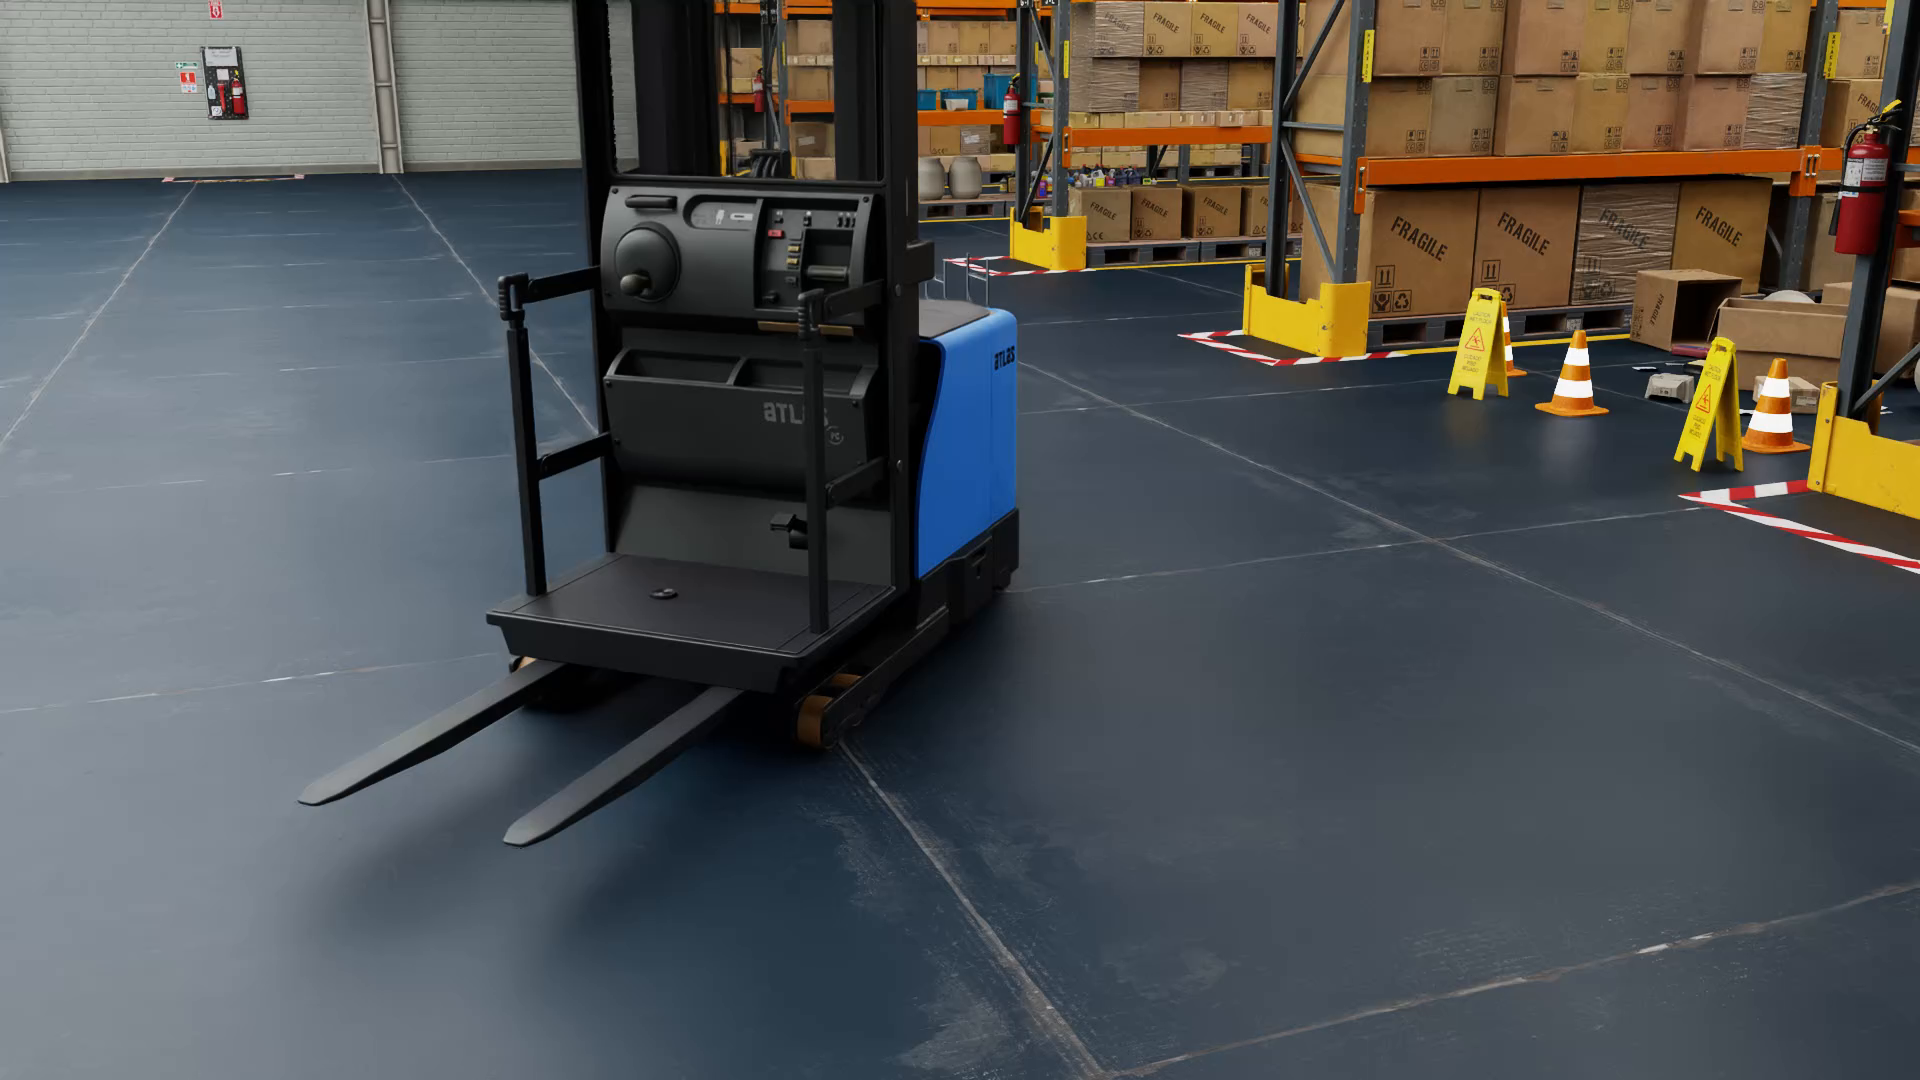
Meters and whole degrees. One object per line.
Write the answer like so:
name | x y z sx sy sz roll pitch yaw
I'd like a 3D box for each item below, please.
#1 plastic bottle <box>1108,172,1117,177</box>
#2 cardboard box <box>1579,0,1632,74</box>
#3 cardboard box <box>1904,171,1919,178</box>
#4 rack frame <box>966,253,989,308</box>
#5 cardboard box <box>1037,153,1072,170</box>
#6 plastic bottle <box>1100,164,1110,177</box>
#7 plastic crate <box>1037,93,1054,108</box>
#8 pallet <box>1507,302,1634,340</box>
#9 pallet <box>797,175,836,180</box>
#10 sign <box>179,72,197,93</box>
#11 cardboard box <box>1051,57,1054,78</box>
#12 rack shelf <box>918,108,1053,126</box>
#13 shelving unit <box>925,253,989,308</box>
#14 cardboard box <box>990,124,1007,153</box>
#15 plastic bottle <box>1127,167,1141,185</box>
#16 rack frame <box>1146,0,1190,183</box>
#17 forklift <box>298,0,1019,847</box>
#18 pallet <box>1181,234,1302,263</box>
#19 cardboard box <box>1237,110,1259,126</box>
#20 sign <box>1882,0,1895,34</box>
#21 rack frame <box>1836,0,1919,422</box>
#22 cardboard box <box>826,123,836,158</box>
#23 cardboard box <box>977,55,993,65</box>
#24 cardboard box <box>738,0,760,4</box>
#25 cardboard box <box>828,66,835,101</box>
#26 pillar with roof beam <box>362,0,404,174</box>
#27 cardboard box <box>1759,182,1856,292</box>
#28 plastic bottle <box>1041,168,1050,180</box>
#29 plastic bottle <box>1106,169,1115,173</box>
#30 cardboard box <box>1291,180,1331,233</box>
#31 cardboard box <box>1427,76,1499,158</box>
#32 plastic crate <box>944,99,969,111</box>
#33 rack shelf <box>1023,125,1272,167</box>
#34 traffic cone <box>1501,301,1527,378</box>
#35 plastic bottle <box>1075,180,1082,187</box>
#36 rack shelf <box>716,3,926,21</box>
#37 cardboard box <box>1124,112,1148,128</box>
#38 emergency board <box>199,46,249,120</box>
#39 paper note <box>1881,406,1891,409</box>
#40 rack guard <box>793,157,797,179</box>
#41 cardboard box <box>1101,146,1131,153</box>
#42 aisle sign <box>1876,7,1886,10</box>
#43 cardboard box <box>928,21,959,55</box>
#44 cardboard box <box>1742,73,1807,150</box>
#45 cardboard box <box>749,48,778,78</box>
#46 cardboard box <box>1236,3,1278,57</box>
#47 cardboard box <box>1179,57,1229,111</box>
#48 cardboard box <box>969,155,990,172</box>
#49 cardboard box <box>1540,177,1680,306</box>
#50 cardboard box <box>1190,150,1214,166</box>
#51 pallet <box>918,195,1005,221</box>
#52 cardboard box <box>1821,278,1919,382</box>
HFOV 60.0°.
plastic bottle | 1.993 -4.647 21.654 0.135 0.276 0.152 -6 17 -20
cardboard box | 4.326 -3.651 12.024 0.500 0.550 0.875 -6 17 -20
cardboard box | 10.565 -4.392 19.757 0.875 0.875 1.225 -7 18 -22
rack frame | 0.072 -0.583 6.956 0.006 1.200 0.240 -6 17 -20
cardboard box | 1.444 -6.028 26.437 0.500 0.250 0.500 -7 18 -21
plastic bottle | 1.897 -4.797 22.030 0.185 0.351 0.144 -6 17 -20
plastic crate | 1.379 -5.703 21.570 0.662 0.188 0.450 -6 17 -20
pallet | 4.321 -1.730 12.617 1.213 0.211 1.003 -6 17 -20
pallet | -2.058 -5.518 25.512 1.213 0.211 1.003 -6 17 -20
sign | -12.666 -7.513 27.295 0.234 0.329 0.001 -6 17 -20
cardboard box | 1.990 -9.022 31.540 0.500 0.500 0.700 -8 18 -25
rack shelf | 0.880 -5.320 21.168 4.000 0.370 1.077 -6 17 -20
shelving unit | -0.014 -0.574 6.924 0.189 1.200 0.258 -6 17 -20
cardboard box | 0.433 -6.448 26.537 0.500 0.500 0.500 -6 17 -20
plastic bottle | 2.249 -4.666 21.585 0.185 0.351 0.144 -7 18 -22
rack frame | 2.747 -5.867 21.753 0.127 3.000 1.000 -6 17 -20
forklift | -0.779 -0.911 4.998 1.130 2.935 3.031 6 17 20
pallet | 2.764 -3.025 17.024 1.213 0.211 1.003 -6 17 -20
cardboard box | 2.757 -4.192 16.495 0.250 0.149 0.380 -6 17 -20
sign | 4.151 -2.408 7.360 0.005 0.325 0.100 -6 17 -20
rack frame | 4.330 -1.553 7.063 0.127 3.000 1.000 -6 17 -20
cardboard box | -1.710 -6.056 25.200 0.500 0.500 0.500 -6 17 -20
cardboard box | 0.326 -7.395 25.627 0.250 0.149 0.380 -7 18 -22
cardboard box | -3.617 -9.580 28.860 0.500 0.500 0.500 -5 17 -16
cardboard box | -1.828 -6.913 25.139 0.500 0.500 0.700 -6 17 -19
pillar with roof beam | -8.251 -9.509 23.509 0.400 9.000 9.100 -6 17 -20
cardboard box | 6.747 -2.457 13.389 0.750 0.750 1.050 -6 17 -20
plastic bottle | 1.098 -4.754 21.885 0.185 0.351 0.144 -5 17 -18
plastic bottle | 2.001 -4.815 22.223 0.135 0.276 0.152 -5 17 -18
cardboard box | 3.600 -3.476 17.304 0.500 0.500 0.500 -1 16 -2
cardboard box | 3.301 -3.028 11.819 0.550 0.550 0.875 -6 17 -20
plastic crate | -0.037 -5.343 20.436 0.250 0.136 0.298 -6 17 -20
rack shelf | 2.652 -4.017 16.730 4.000 0.370 1.077 -6 17 -20
traffic cone | 3.469 -1.308 10.731 0.334 0.463 0.336 -6 17 -20
plastic bottle | 1.515 -4.508 21.312 0.097 0.201 0.097 0 16 0
rack shelf | -2.665 -9.366 29.622 4.000 0.370 1.077 -6 17 -20
cardboard box | 1.615 -4.047 16.003 0.250 0.149 0.380 -6 17 -20
emergency board | -12.113 -7.524 27.397 0.643 1.169 0.194 -6 17 -20
paper note | 5.348 -0.788 9.749 0.142 0.019 0.148 0 16 -1
rack guard | -2.779 -5.565 25.163 0.348 0.500 1.175 -6 17 -20
cardboard box | 2.406 -6.400 26.706 0.500 0.311 0.500 -7 18 -22
aisle sign | 14.125 -8.254 25.269 0.004 0.787 0.394 -6 17 -20
cardboard box | -0.373 -7.693 25.492 0.500 0.500 0.700 -6 17 -20
cardboard box | 5.860 -3.280 12.679 0.550 0.550 0.875 -6 17 -20
cardboard box | -3.514 -8.384 29.224 0.500 0.500 0.500 -6 17 -20
cardboard box | 2.796 -4.966 16.206 0.500 0.500 0.500 -6 17 -20
cardboard box | 2.214 -4.520 16.463 0.500 0.500 0.875 -6 17 -20
cardboard box | 0.153 -5.901 26.003 0.500 0.250 0.500 -6 17 -20
cardboard box | 4.747 -2.294 12.611 0.875 0.875 0.875 -6 17 -20
cardboard box | 3.829 -6.286 27.315 0.500 0.250 0.500 -6 18 -21
pallet | -0.173 -4.226 21.115 1.213 0.211 1.003 -6 17 -20
cardboard box | 5.935 -1.360 10.596 0.503 0.637 0.797 -6 17 -20
